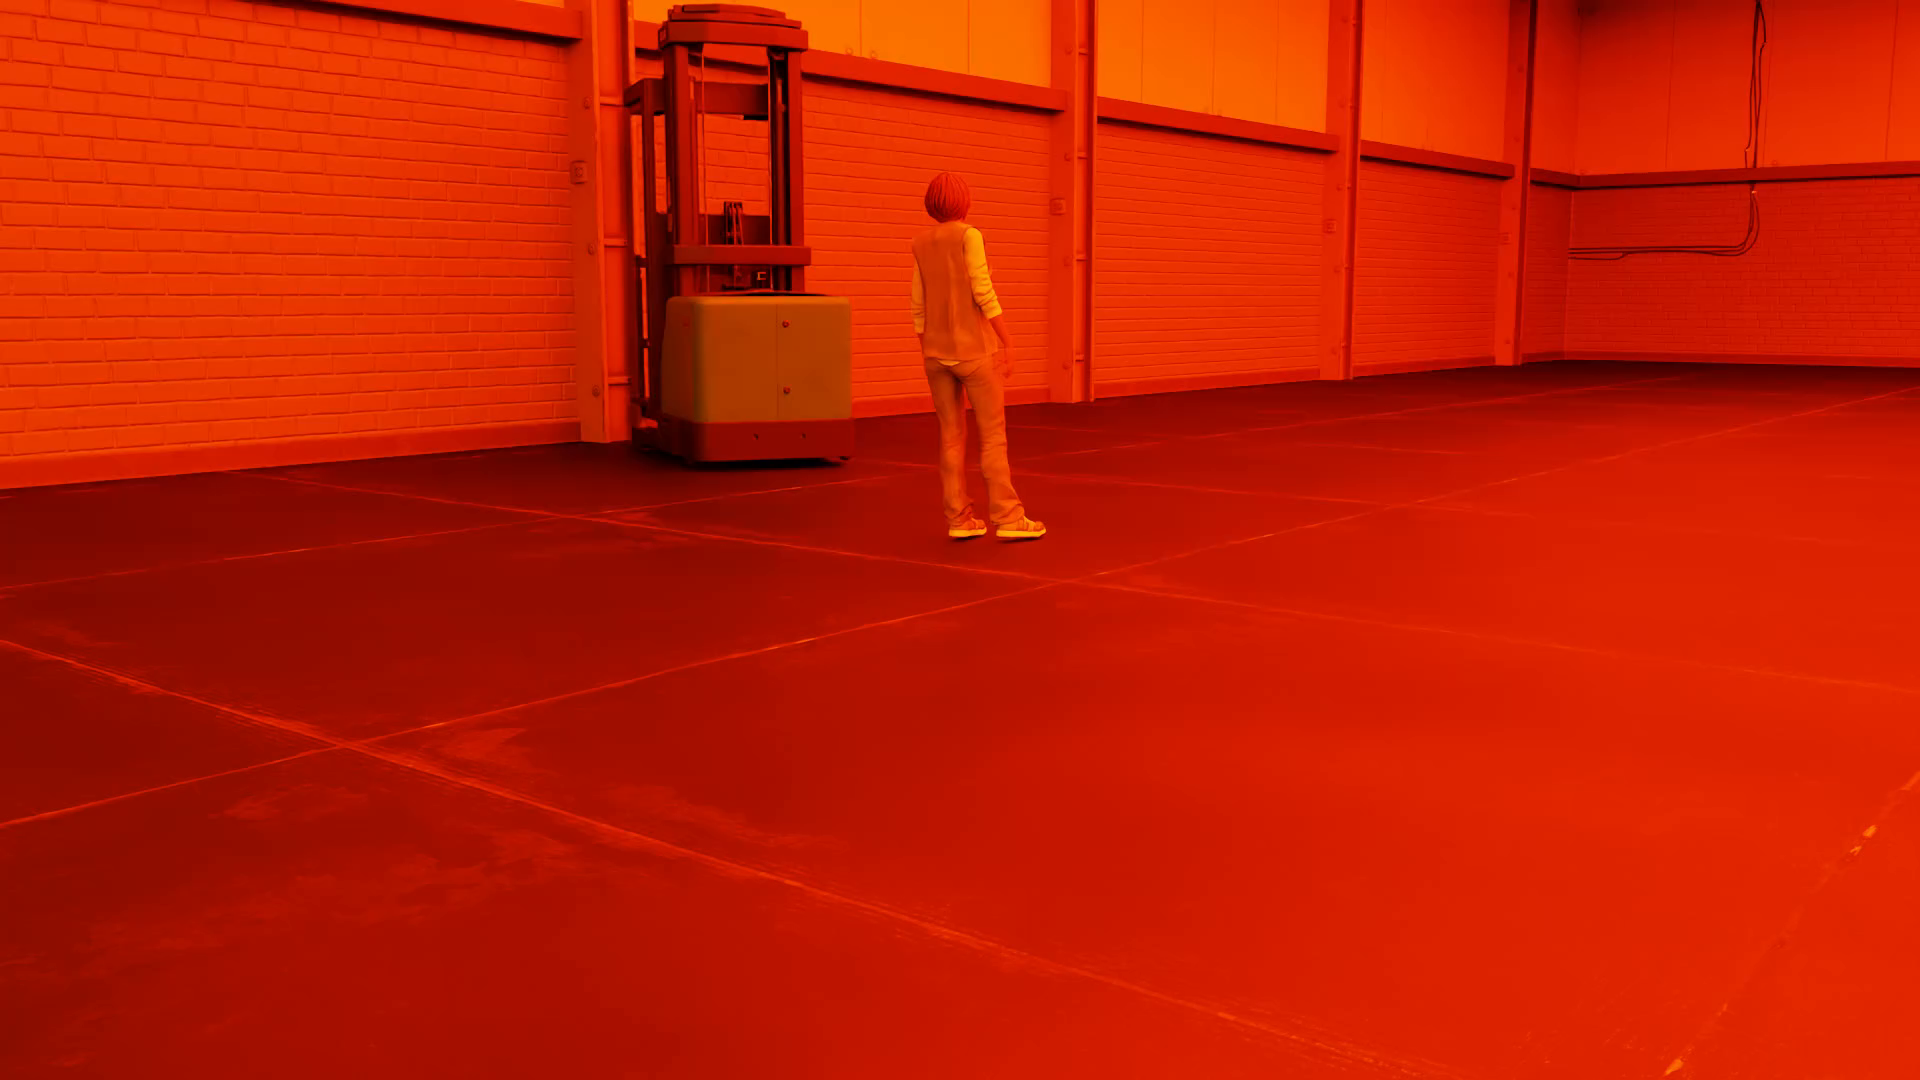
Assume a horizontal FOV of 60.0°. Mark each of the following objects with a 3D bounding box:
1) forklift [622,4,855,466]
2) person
[{"bbox_3d":[-1.688,-2.085,11.528,1.130,2.935,3.031,-3,9,-22],"label":"forklift"},{"bbox_3d":[0.058,-0.805,7.337,0.520,1.599,0.473,7,11,38],"label":"person"}]
